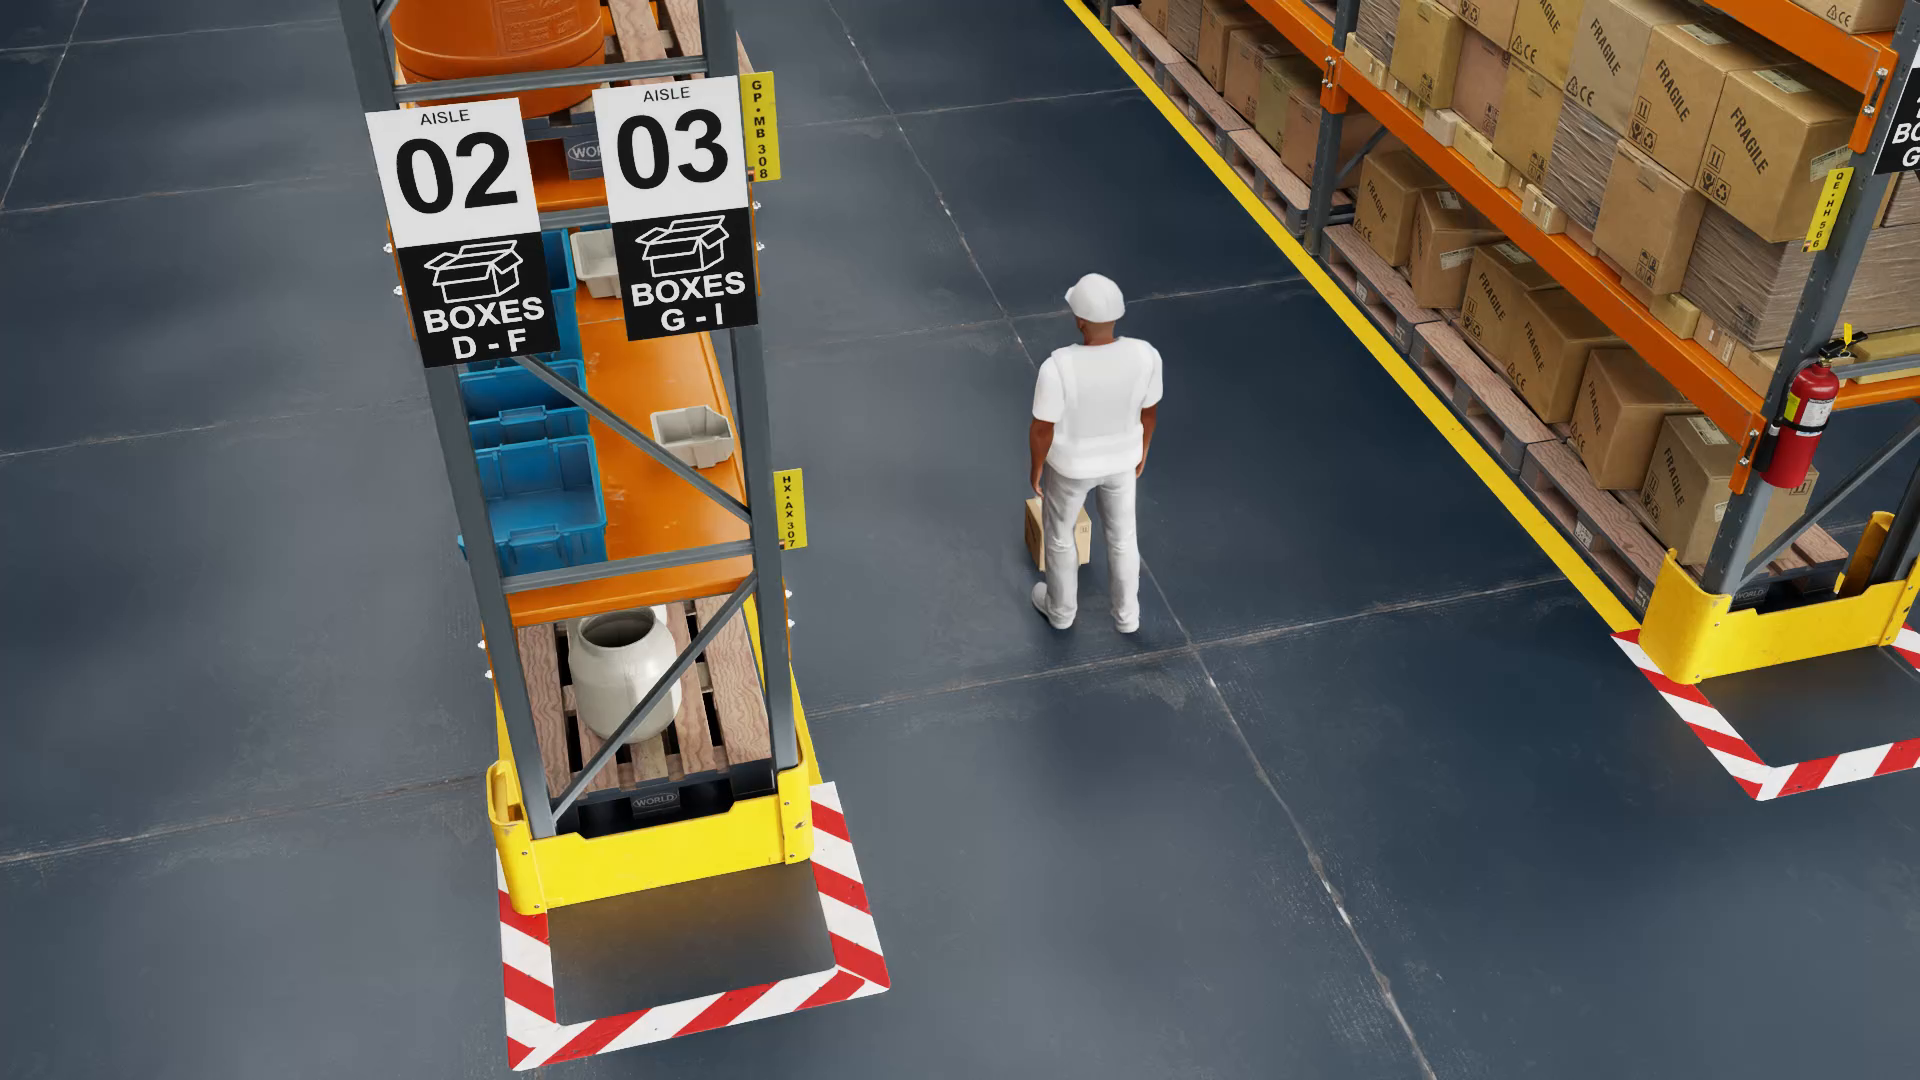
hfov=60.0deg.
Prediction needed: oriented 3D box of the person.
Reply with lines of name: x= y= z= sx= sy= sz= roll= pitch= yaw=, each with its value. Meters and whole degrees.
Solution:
person: x=0.560 y=-0.343 z=7.162 sx=0.567 sy=1.787 sz=0.424 roll=-9 pitch=39 yaw=-11
